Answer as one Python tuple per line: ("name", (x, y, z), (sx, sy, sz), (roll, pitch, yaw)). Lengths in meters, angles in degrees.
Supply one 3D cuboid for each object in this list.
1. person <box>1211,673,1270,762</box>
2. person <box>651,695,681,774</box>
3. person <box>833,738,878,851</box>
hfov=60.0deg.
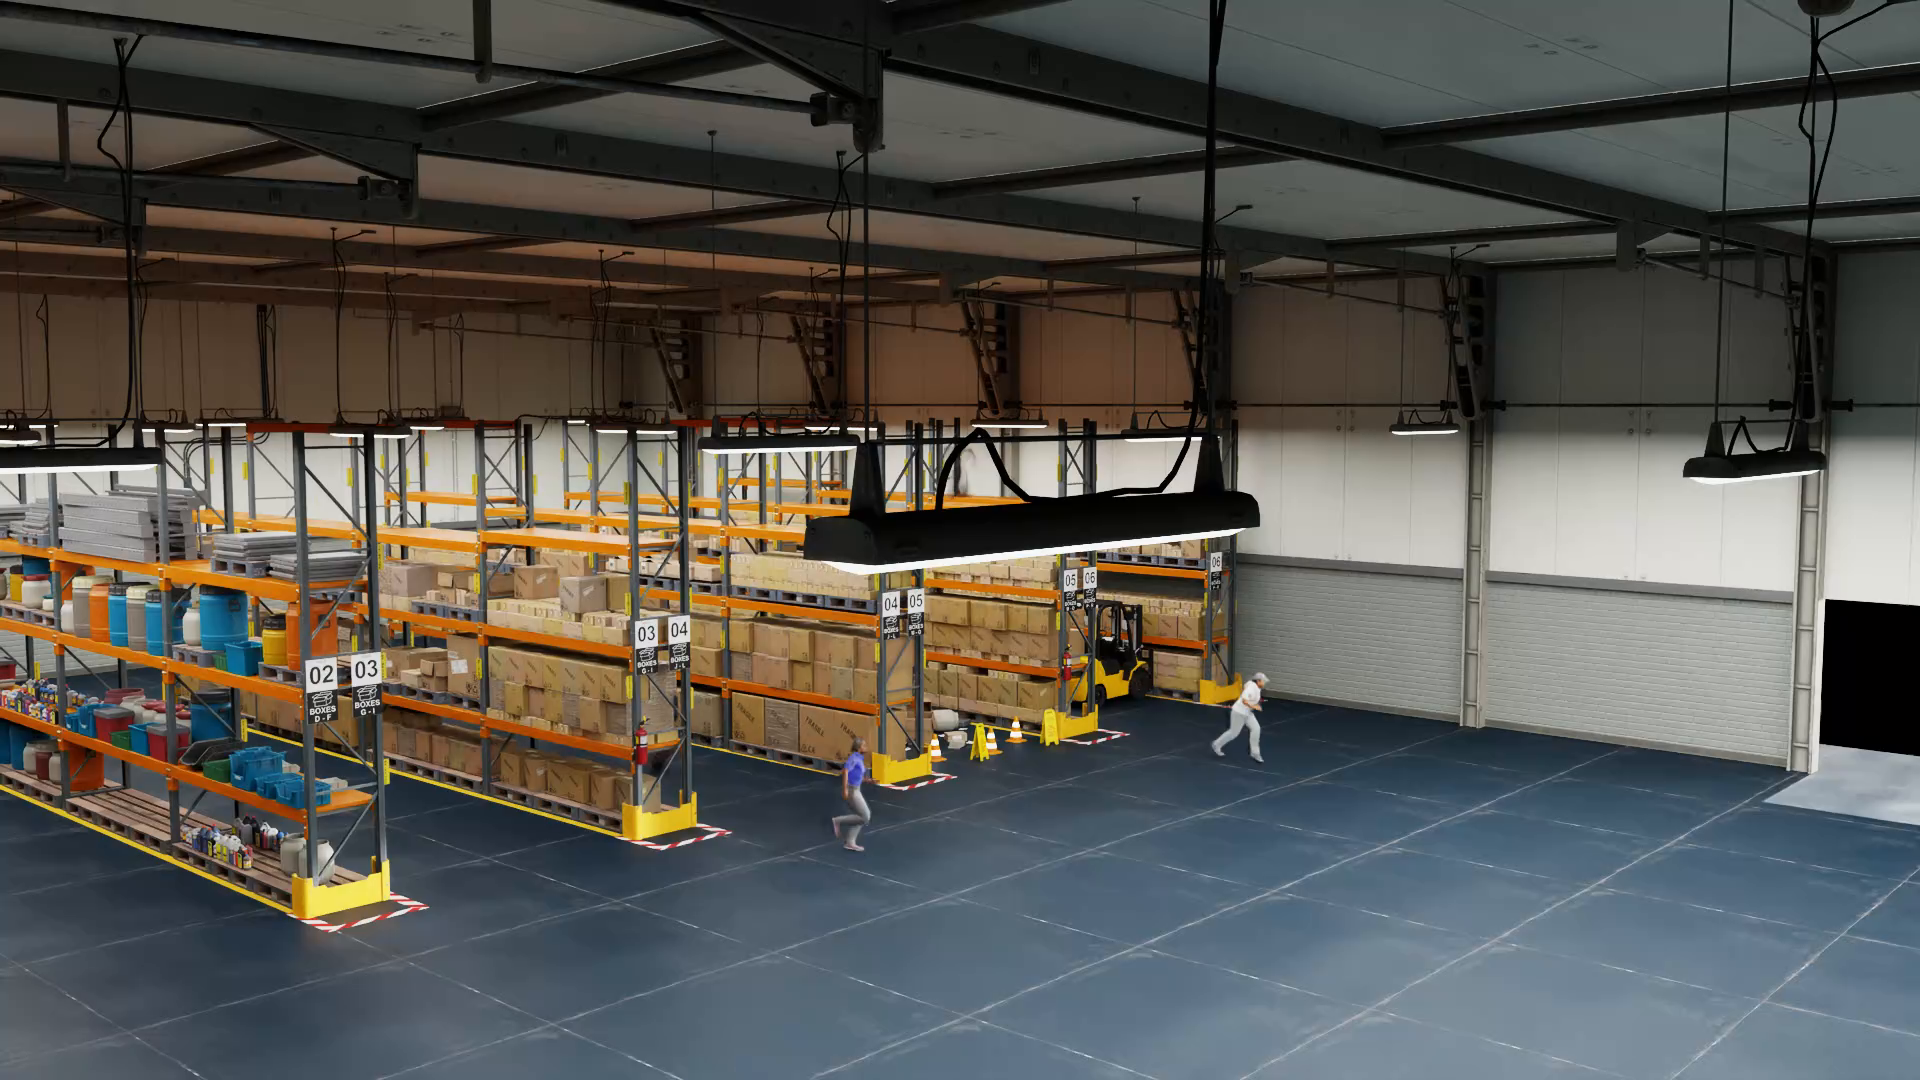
("person", (4.996, 3.149, 29.630), (1.033, 1.628, 0.647), (2, 5, 19))
("person", (-5.021, 3.148, 28.574), (0.696, 1.717, 0.634), (2, 5, 18))
("person", (-1.487, 3.631, 23.629), (0.647, 1.583, 0.615), (0, 5, -1))
